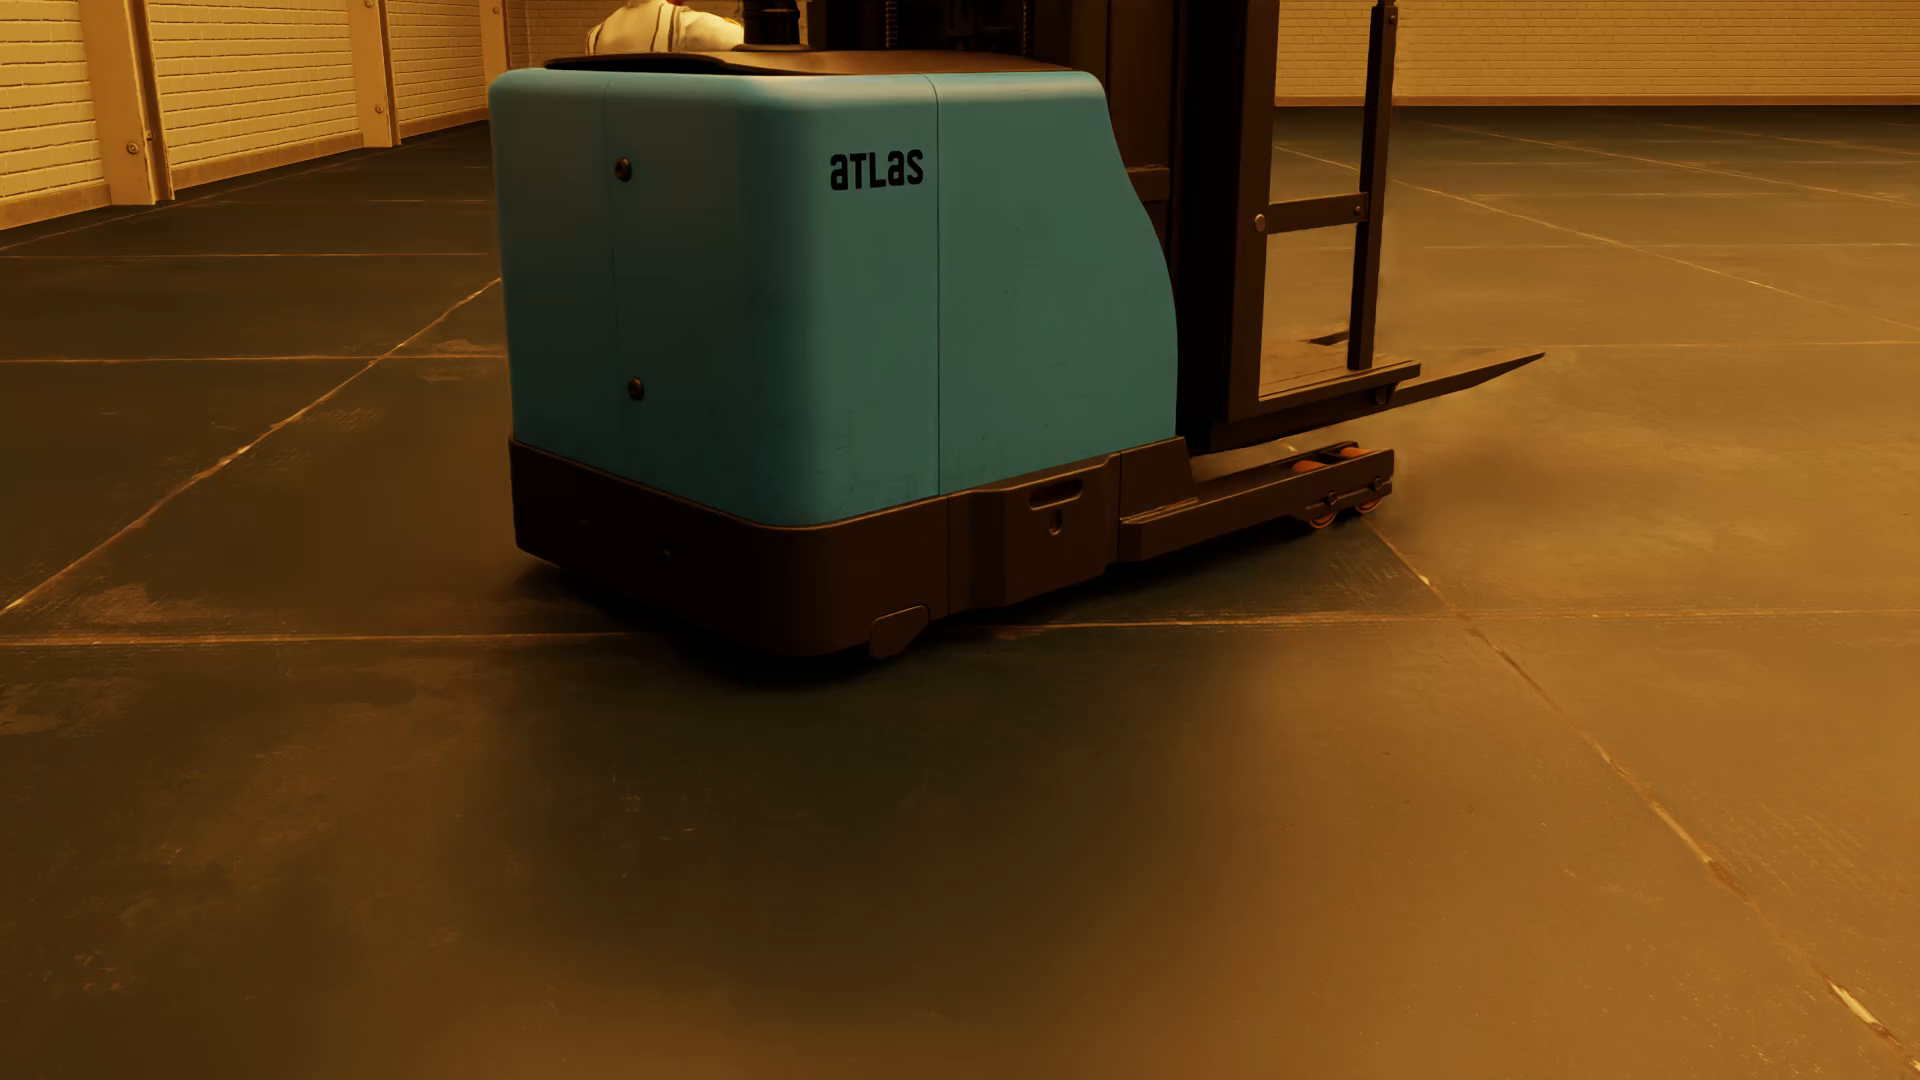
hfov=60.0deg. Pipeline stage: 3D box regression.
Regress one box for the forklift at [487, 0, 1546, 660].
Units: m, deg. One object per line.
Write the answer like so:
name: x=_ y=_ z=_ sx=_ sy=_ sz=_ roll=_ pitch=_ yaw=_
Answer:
forklift: x=0.441 y=-1.525 z=3.894 sx=3.031 sy=2.935 sz=1.130 roll=-15 pitch=23 yaw=-41

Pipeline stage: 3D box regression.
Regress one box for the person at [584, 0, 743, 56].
person: x=-0.682 y=-1.076 z=4.950 sx=0.912 sy=1.453 sz=0.807 roll=7 pitch=18 yaw=21
